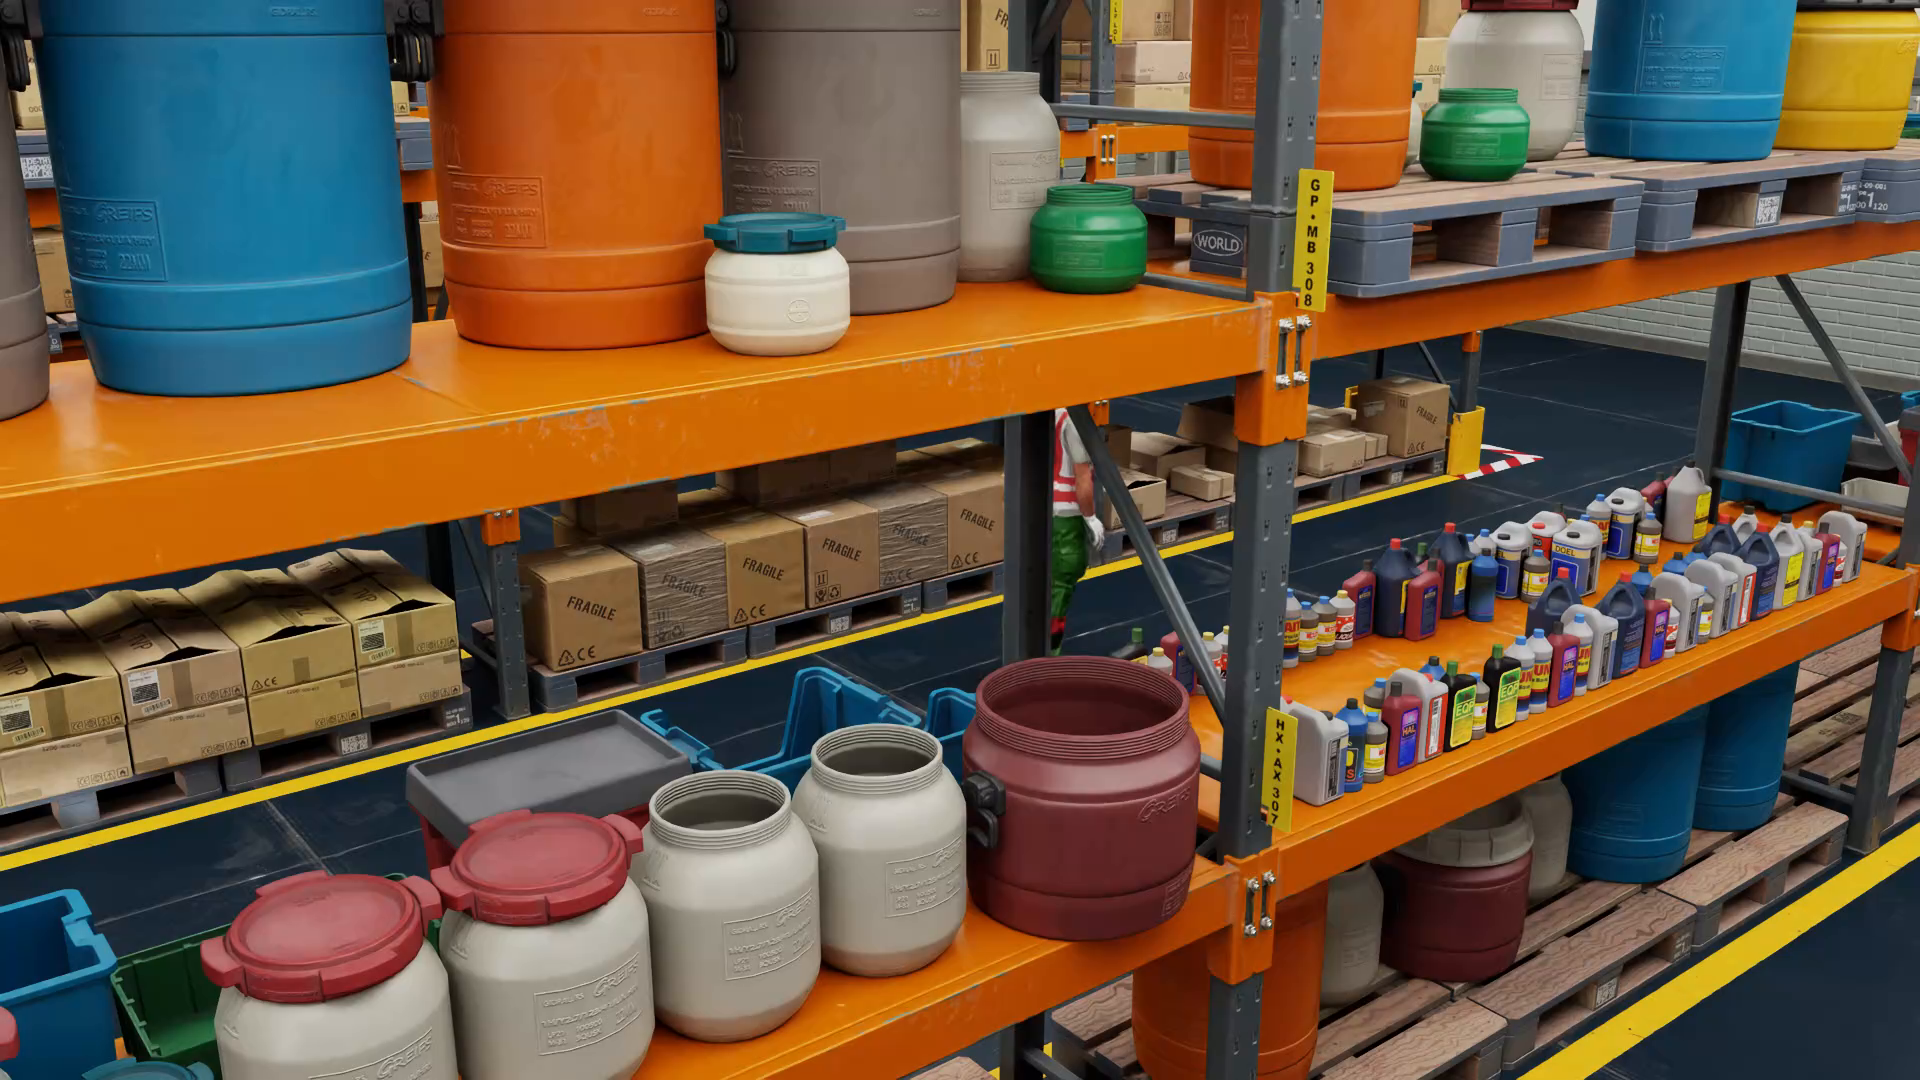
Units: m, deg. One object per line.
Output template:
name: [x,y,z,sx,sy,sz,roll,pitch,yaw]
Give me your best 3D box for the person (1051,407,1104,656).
person: [0.526,-0.161,8.976,0.505,1.763,0.611,-8,19,-23]
